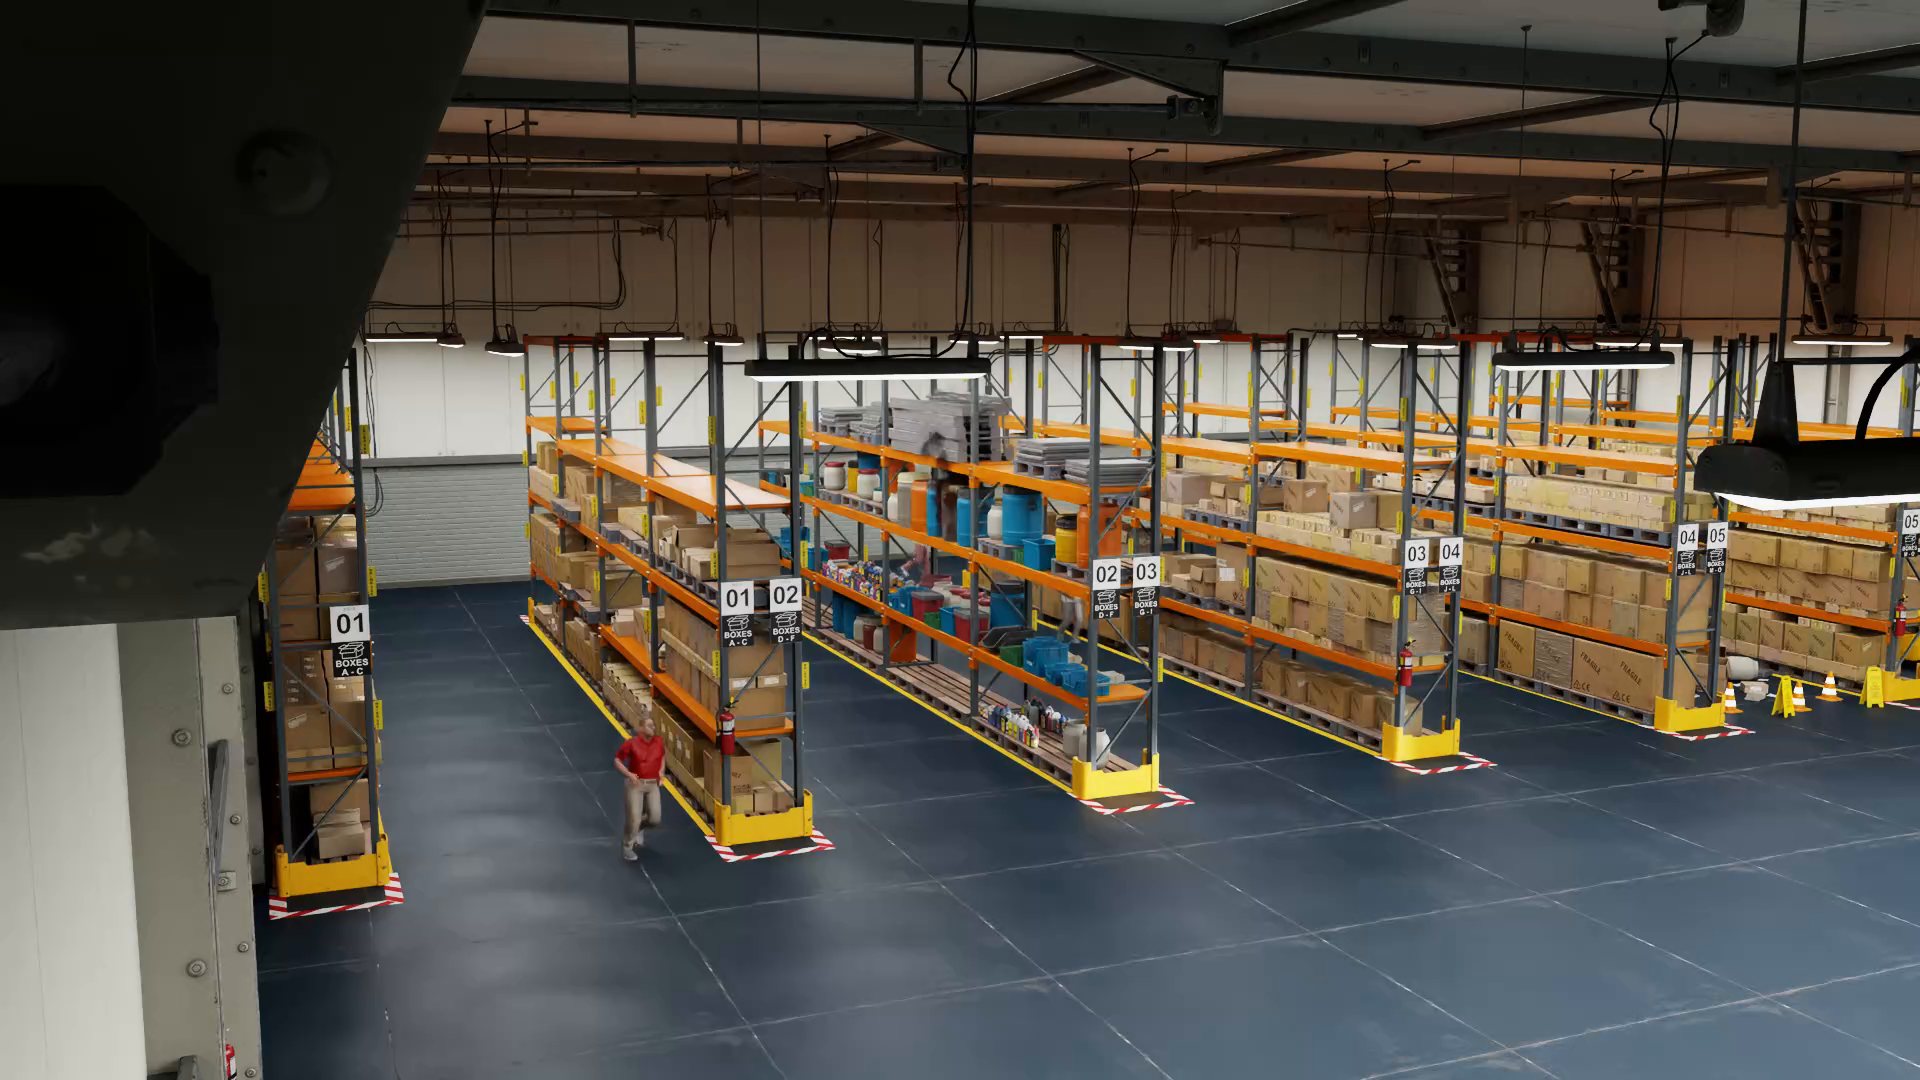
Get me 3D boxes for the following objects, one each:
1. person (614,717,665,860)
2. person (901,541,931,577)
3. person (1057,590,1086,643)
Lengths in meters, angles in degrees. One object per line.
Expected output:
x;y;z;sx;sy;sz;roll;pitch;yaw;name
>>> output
-3.749;2.908;19.707;0.668;1.644;0.557;-5;9;-35;person
-0.971;0.131;40.310;0.939;1.650;0.581;0;8;3;person
2.091;1.136;31.149;0.591;1.659;0.653;-3;8;-24;person
